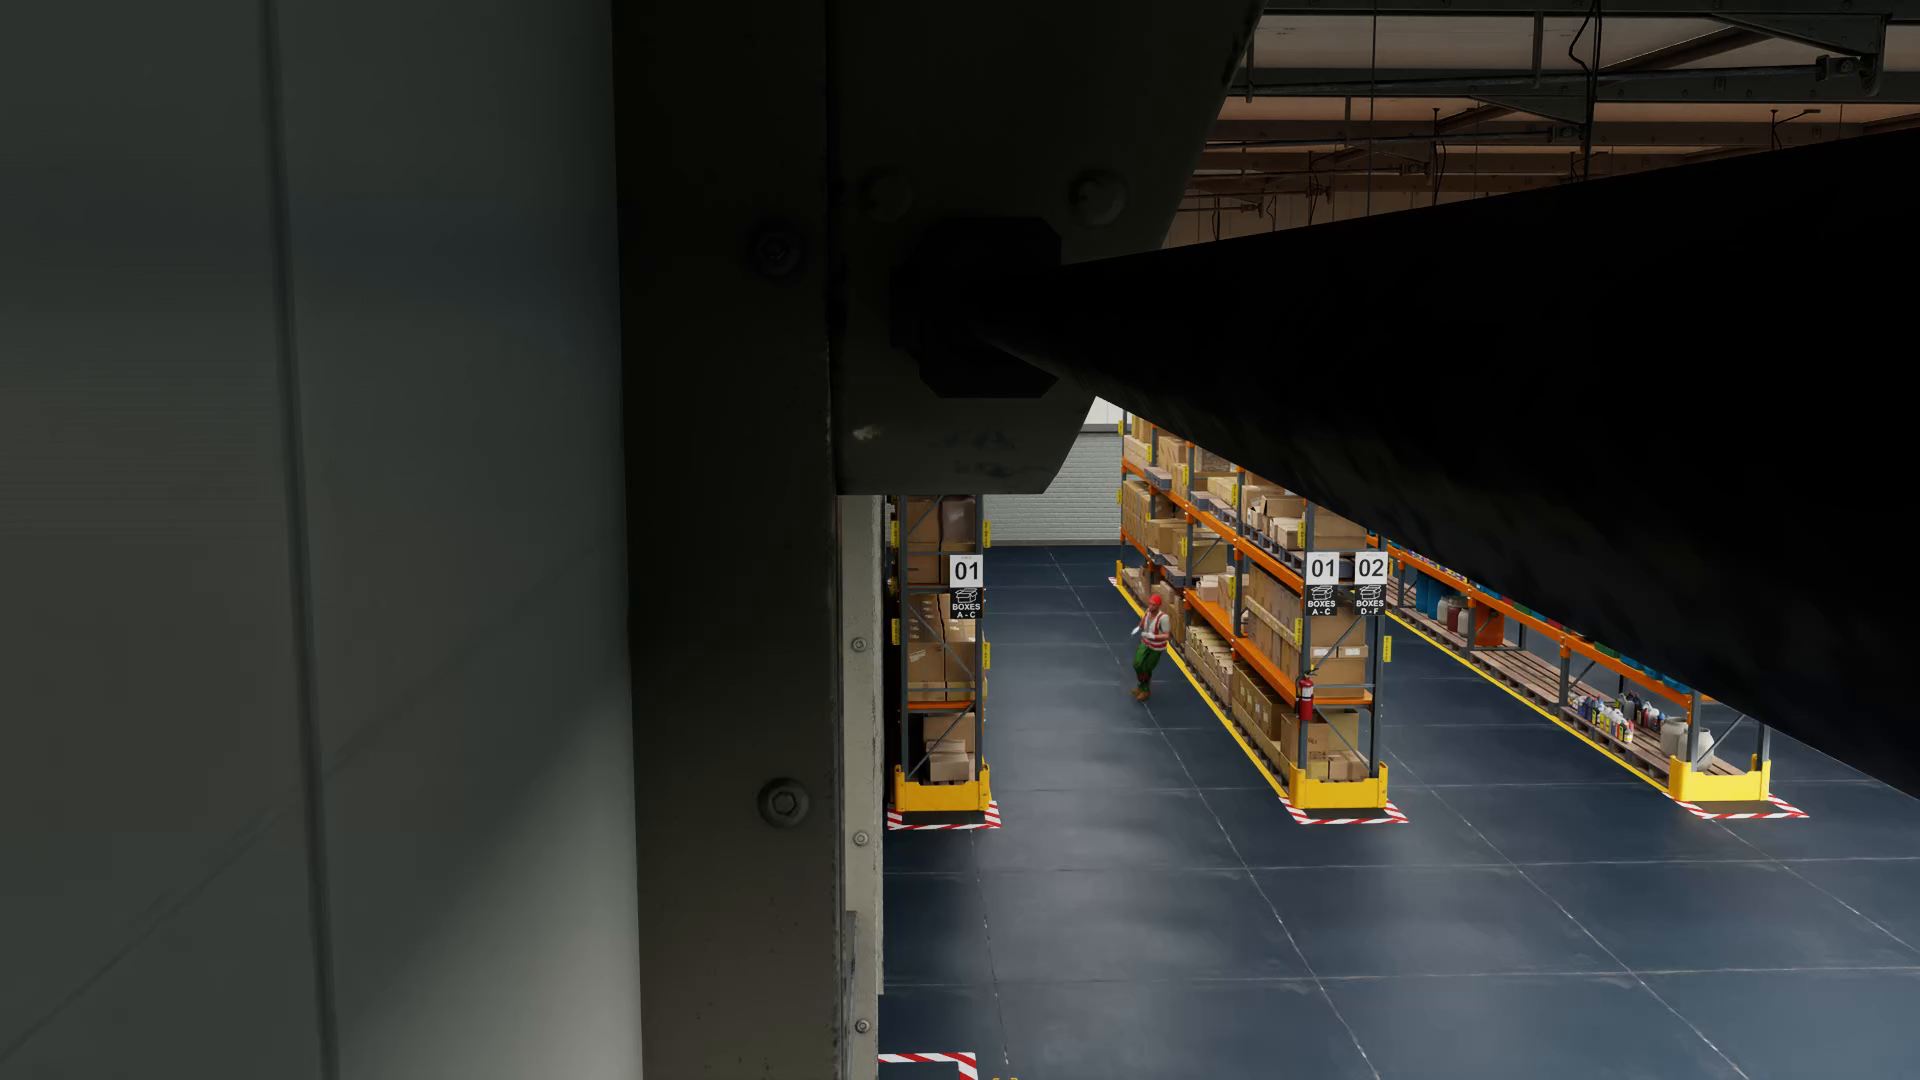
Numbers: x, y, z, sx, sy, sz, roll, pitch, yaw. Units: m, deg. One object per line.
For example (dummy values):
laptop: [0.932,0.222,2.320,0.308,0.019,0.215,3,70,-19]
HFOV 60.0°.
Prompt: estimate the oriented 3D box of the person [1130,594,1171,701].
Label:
person: [2.955,1.651,25.979,0.820,1.676,0.724,5,10,31]
